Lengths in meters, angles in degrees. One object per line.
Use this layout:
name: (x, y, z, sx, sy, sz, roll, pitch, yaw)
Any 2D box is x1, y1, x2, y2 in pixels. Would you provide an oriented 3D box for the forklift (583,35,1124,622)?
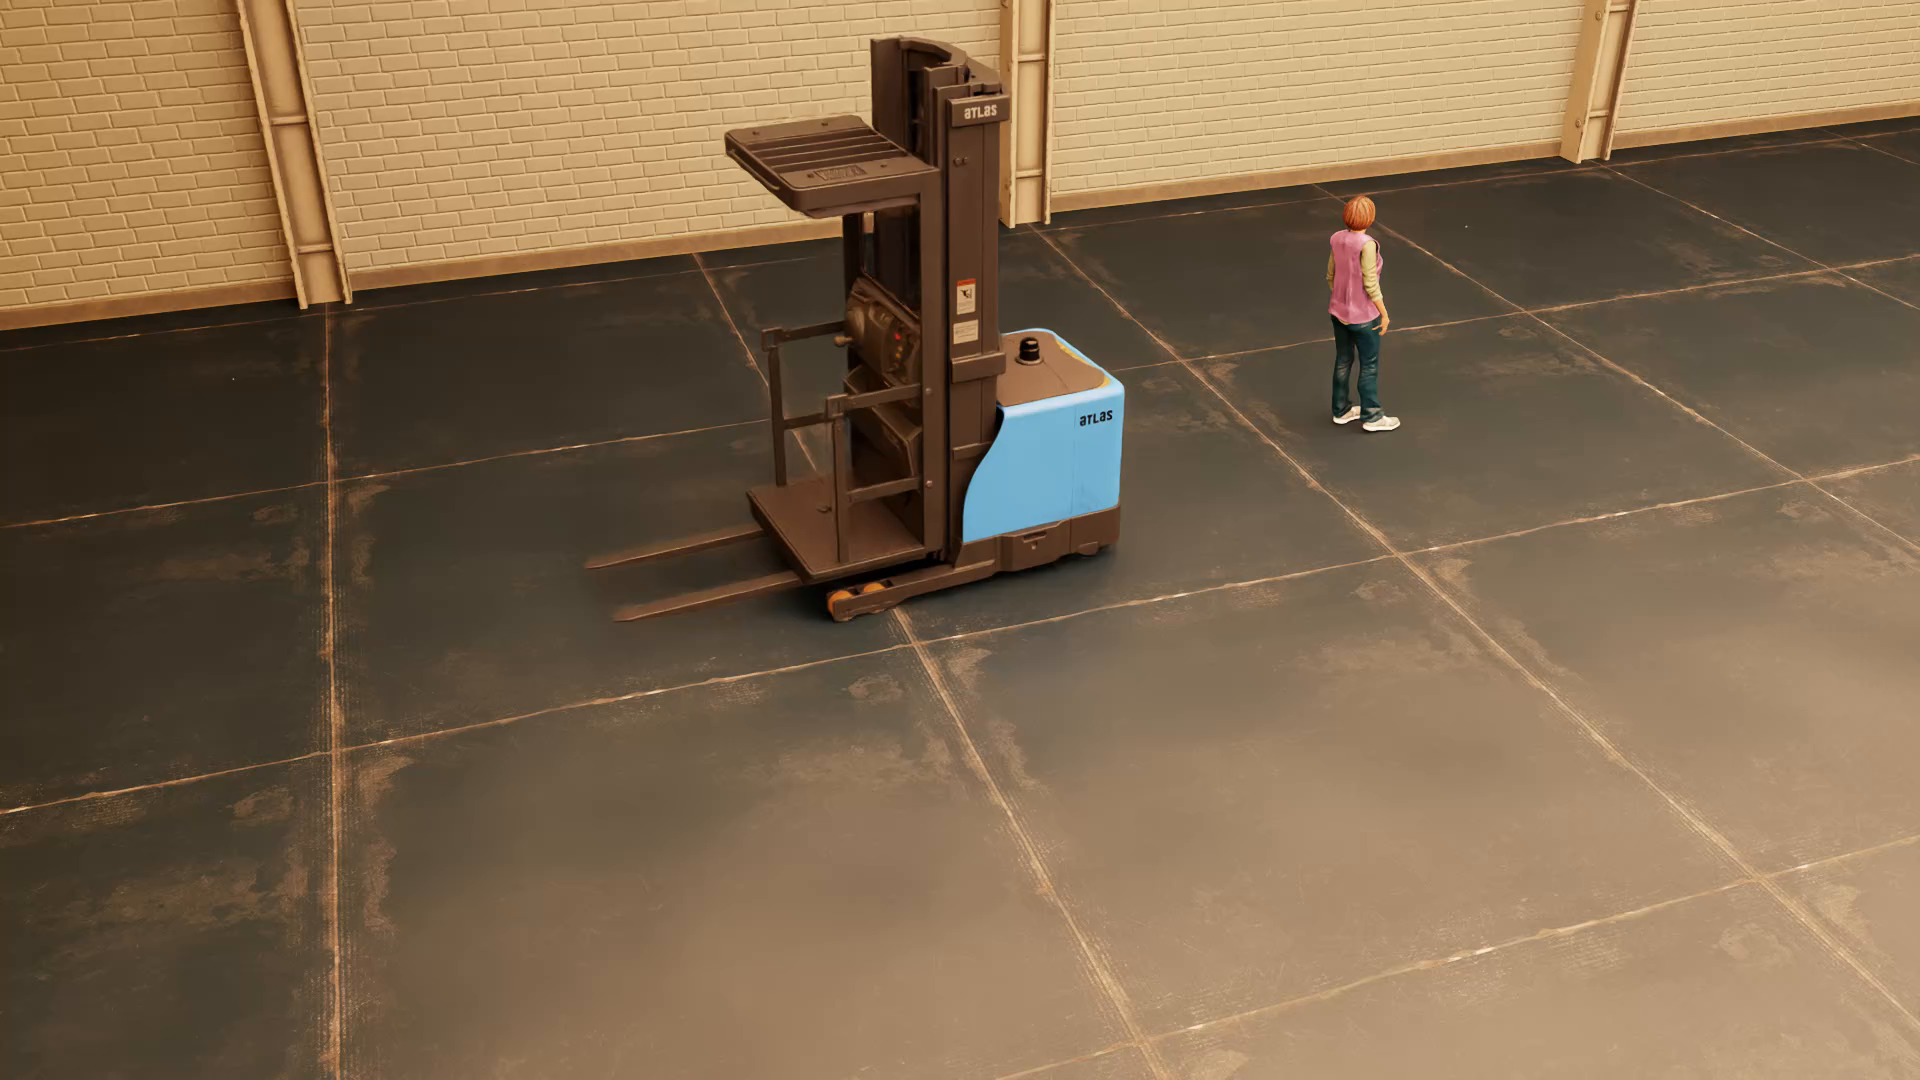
forklift: (-0.610, -1.118, 9.031, 3.031, 2.935, 1.130, -13, 32, -22)

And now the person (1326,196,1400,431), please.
person: (2.684, -1.472, 11.061, 0.475, 1.506, 0.520, -16, 34, -26)
